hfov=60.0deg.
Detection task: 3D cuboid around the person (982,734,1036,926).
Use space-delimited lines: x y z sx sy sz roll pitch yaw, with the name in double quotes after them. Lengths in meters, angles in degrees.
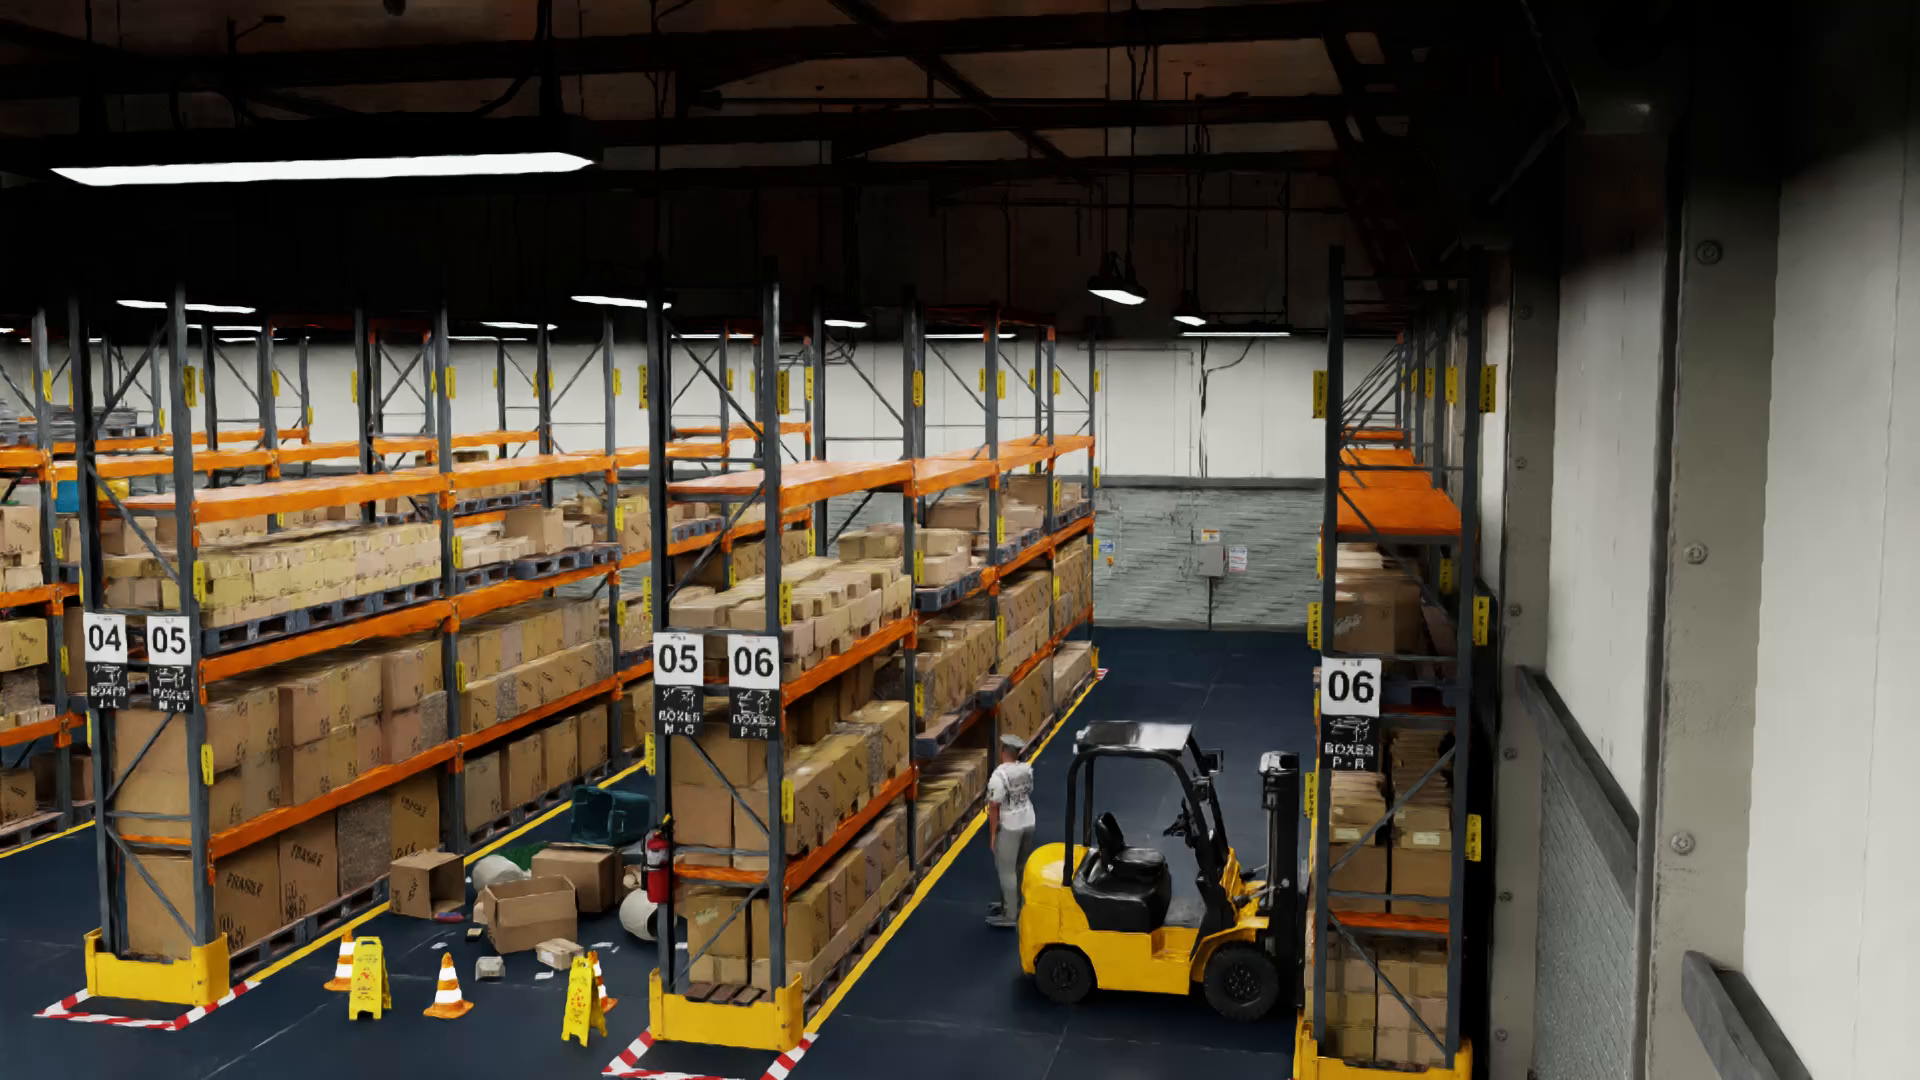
0.432 2.703 15.635 0.504 1.759 0.588 6 8 44 "person"
